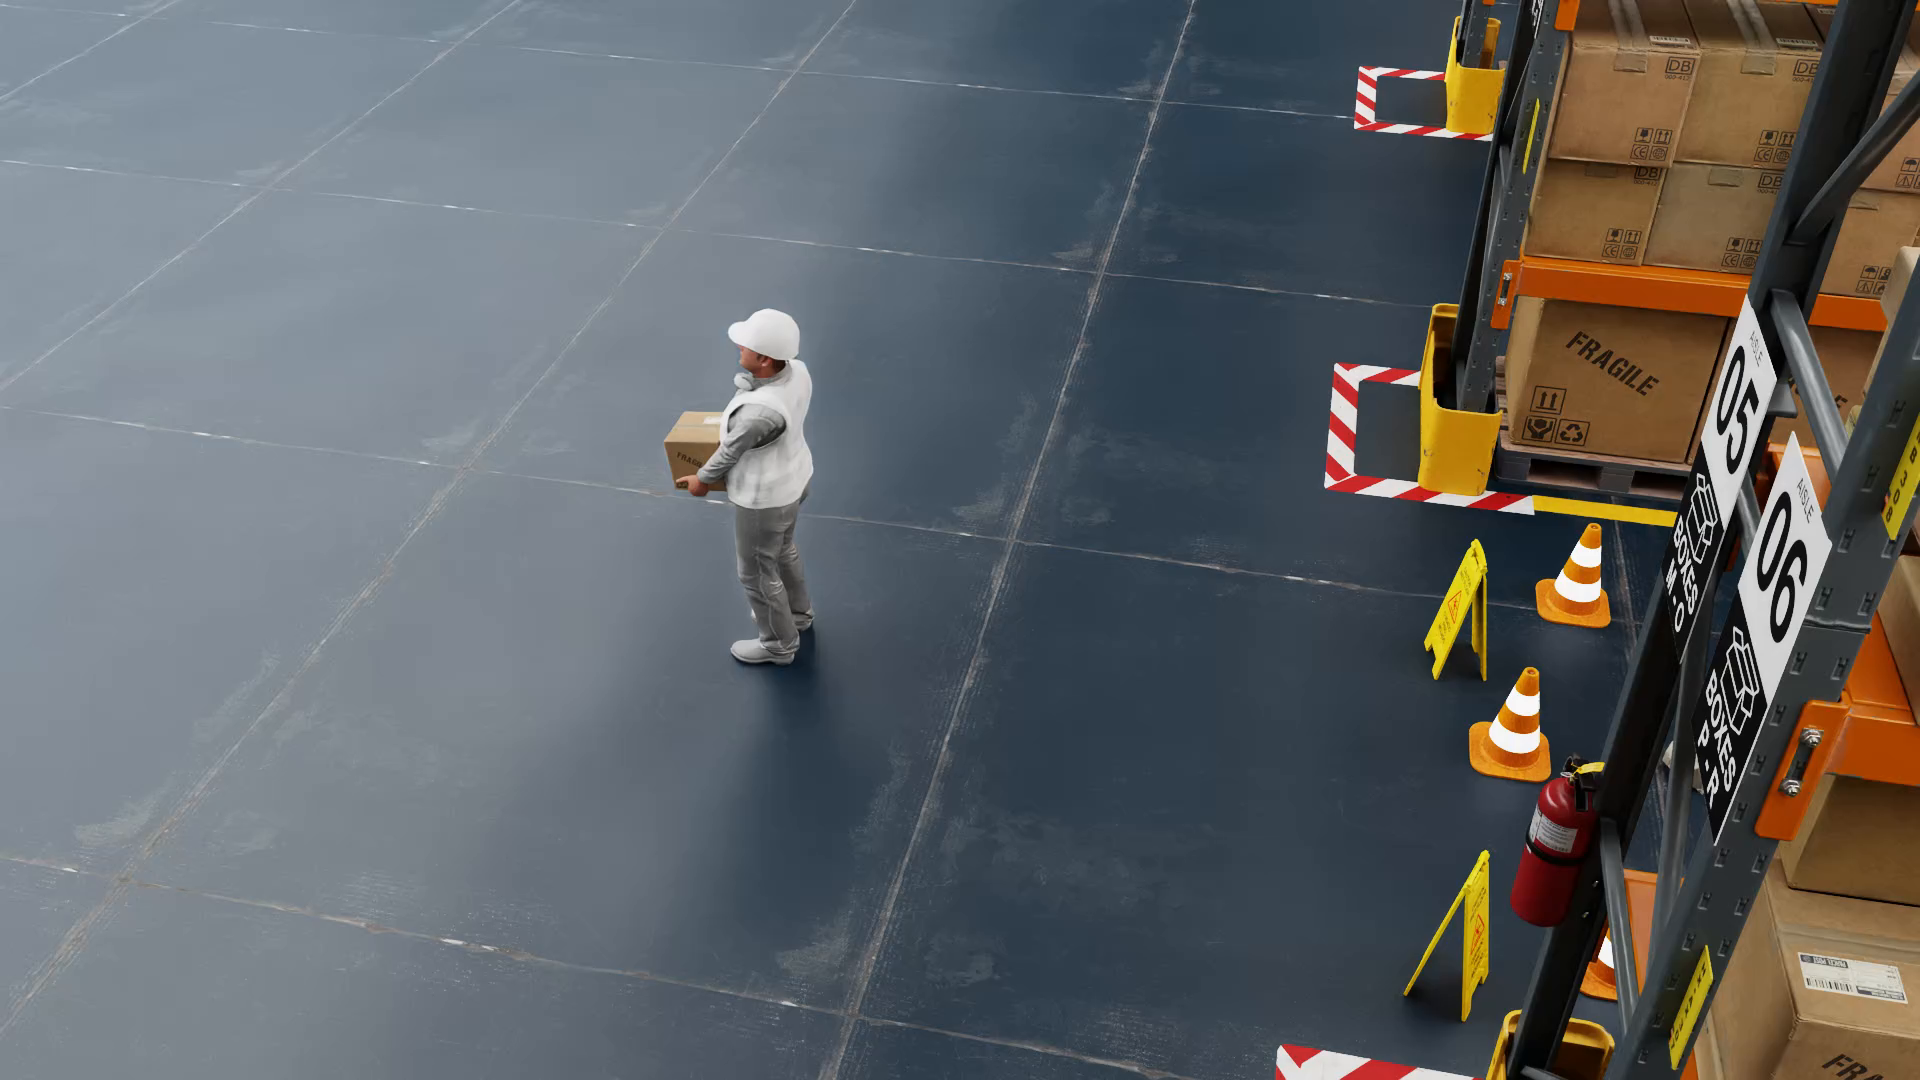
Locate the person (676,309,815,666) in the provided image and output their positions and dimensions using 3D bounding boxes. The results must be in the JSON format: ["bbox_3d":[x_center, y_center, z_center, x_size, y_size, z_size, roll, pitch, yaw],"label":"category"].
[{"bbox_3d":[-0.930,-0.239,7.276,0.562,1.762,0.494,8,37,11],"label":"person"}]
